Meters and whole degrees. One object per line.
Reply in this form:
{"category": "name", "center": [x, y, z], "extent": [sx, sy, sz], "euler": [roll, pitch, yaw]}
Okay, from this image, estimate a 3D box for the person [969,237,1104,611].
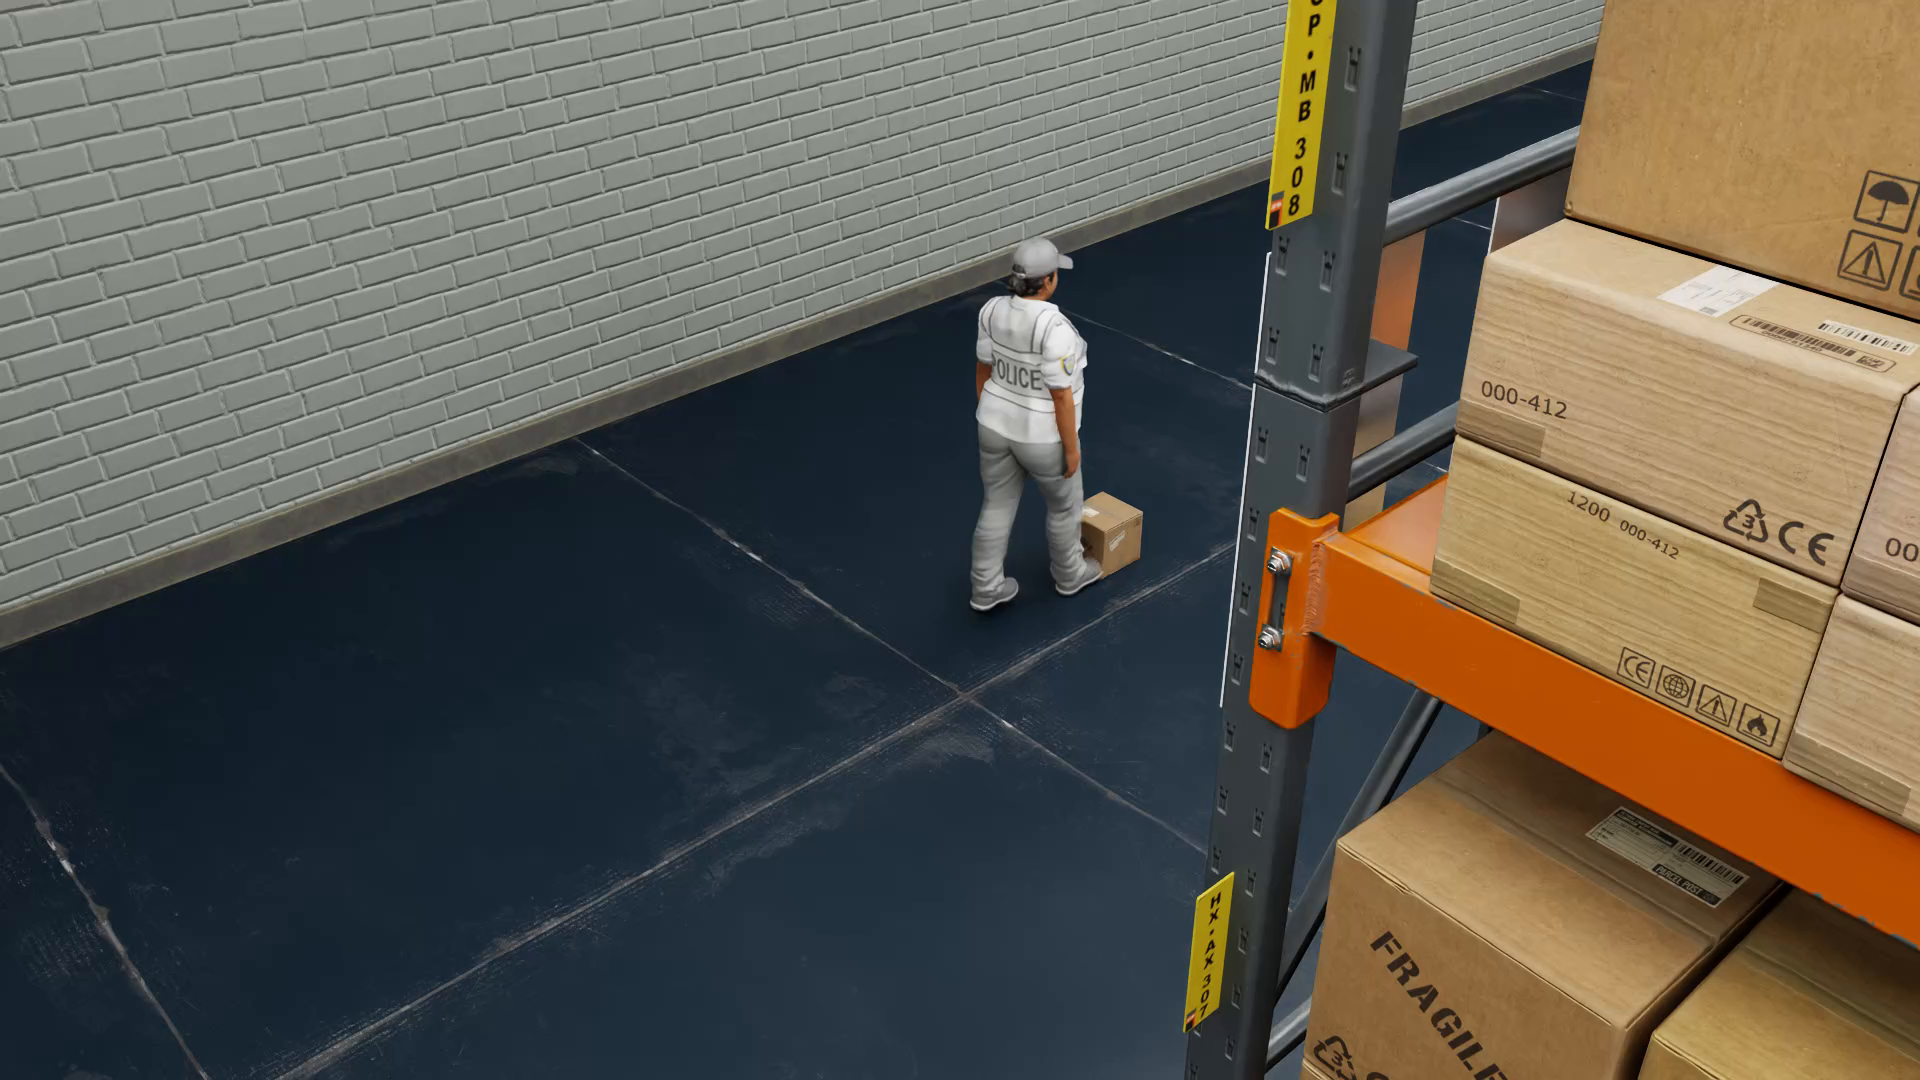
{"category": "person", "center": [0.337, -0.478, 6.894], "extent": [0.487, 1.661, 0.662], "euler": [25, 39, 34]}
